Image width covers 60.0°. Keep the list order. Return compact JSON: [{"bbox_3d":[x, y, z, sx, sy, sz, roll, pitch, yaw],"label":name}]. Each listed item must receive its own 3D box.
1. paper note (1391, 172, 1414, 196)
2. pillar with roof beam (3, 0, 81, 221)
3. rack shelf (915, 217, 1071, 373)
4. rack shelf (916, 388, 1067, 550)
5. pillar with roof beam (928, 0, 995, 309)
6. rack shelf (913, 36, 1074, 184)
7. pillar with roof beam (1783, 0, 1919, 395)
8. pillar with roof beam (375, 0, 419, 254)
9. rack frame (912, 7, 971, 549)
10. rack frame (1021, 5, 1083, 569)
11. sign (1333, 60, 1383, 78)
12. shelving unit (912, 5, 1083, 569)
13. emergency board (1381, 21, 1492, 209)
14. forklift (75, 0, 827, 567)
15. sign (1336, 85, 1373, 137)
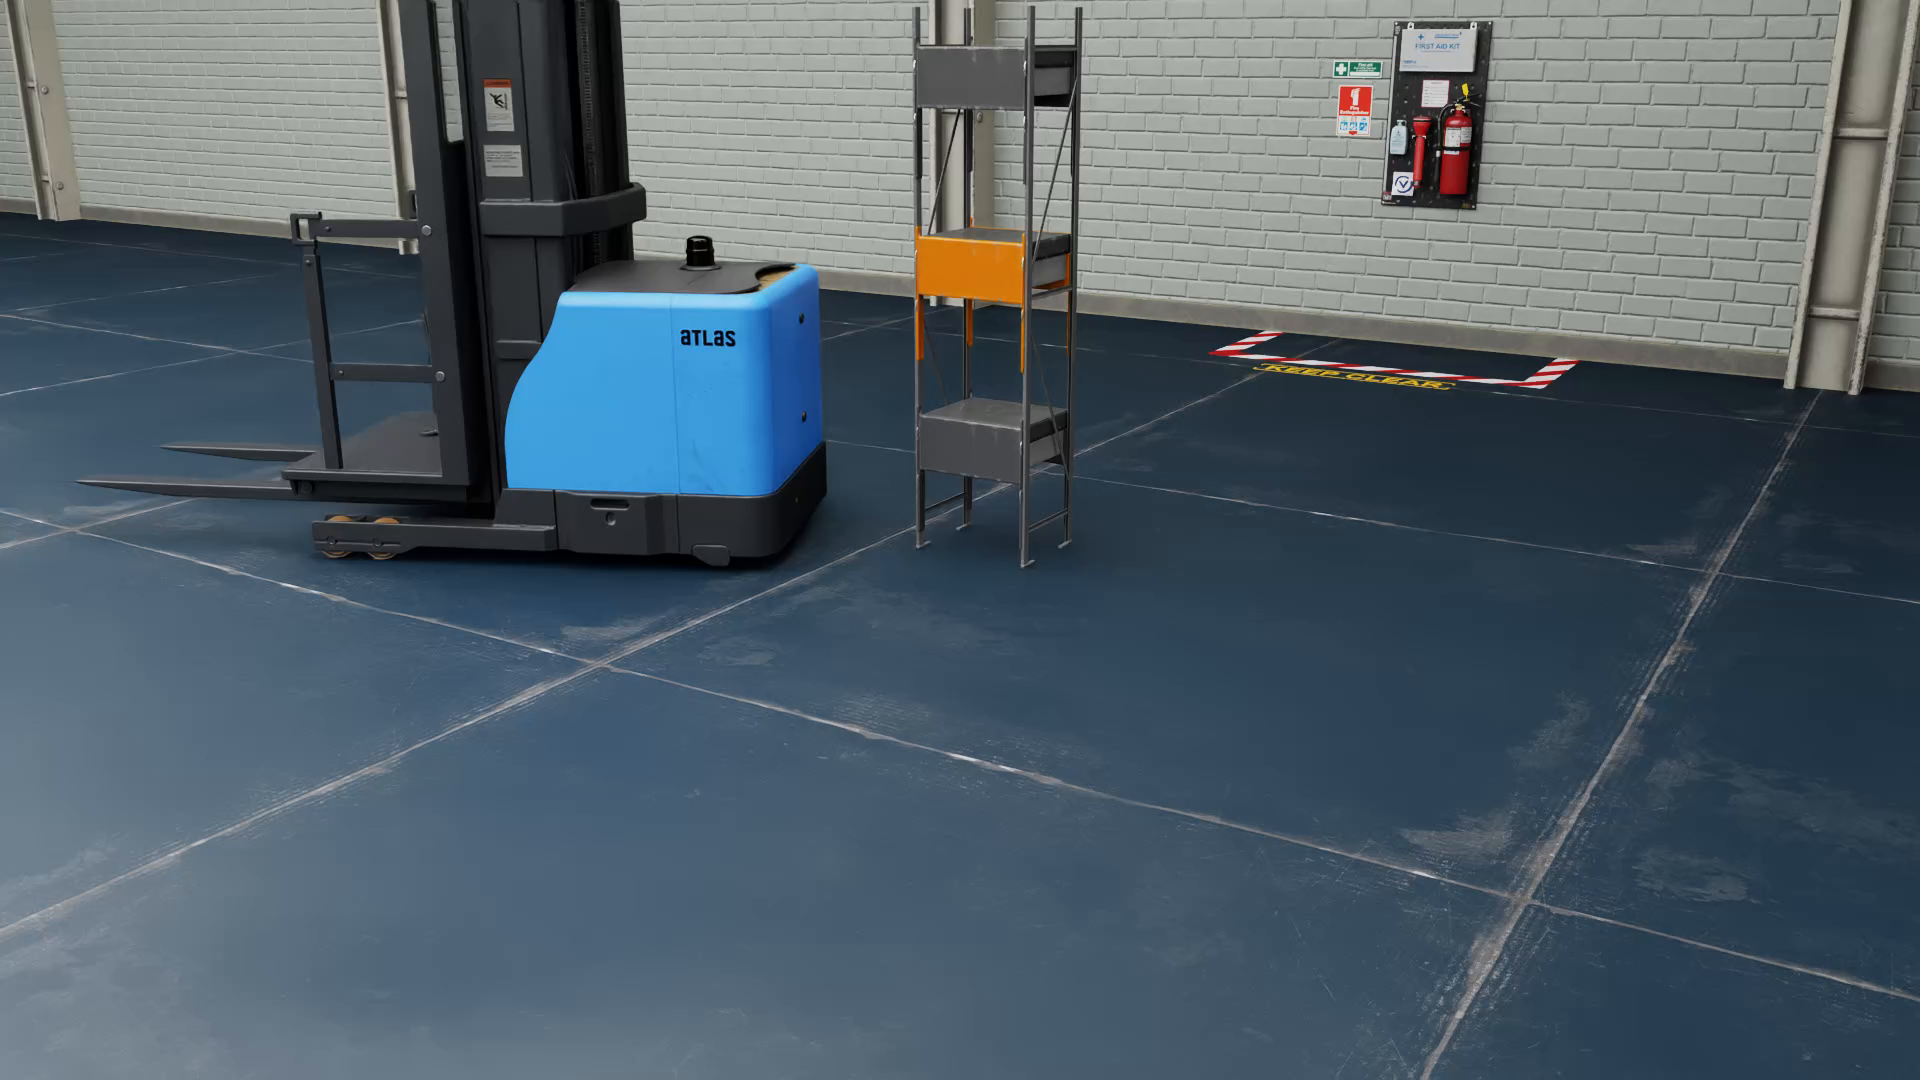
[{"bbox_3d":[2.926,-2.352,10.979,0.142,0.148,0.016,10,20,30],"label":"paper note"},{"bbox_3d":[-12.464,-6.886,14.069,0.400,9.000,9.100,10,20,30],"label":"pillar with roof beam"},{"bbox_3d":[0.141,-0.966,6.497,0.480,0.518,0.431,10,20,30],"label":"rack shelf"},{"bbox_3d":[0.141,-0.297,6.701,0.480,0.518,0.431,10,20,30],"label":"rack shelf"},{"bbox_3d":[-2.239,-5.061,8.060,0.400,9.000,9.100,10,20,30],"label":"pillar with roof beam"},{"bbox_3d":[0.141,-1.636,6.294,0.480,0.518,0.431,10,20,30],"label":"rack shelf"},{"bbox_3d":[2.874,-4.148,5.056,0.400,9.000,9.100,10,20,30],"label":"pillar with roof beam"},{"bbox_3d":[-7.351,-5.974,11.065,0.400,9.000,9.100,10,20,30],"label":"pillar with roof beam"},{"bbox_3d":[-0.067,-1.017,6.615,0.015,2.100,0.400,10,20,30],"label":"rack frame"},{"bbox_3d":[0.349,-0.942,6.371,0.015,2.100,0.400,10,20,30],"label":"rack frame"},{"bbox_3d":[2.623,-3.107,10.975,0.331,0.109,0.001,10,20,30],"label":"sign"},{"bbox_3d":[0.141,-0.979,6.493,0.503,2.100,0.431,10,20,30],"label":"shelving unit"},{"bbox_3d":[3.041,-2.730,10.706,0.643,1.169,0.194,10,20,30],"label":"emergency board"},{"bbox_3d":[-2.142,-1.472,6.684,3.031,2.935,1.130,2,17,7],"label":"forklift"},{"bbox_3d":[2.624,-2.856,11.062,0.234,0.329,0.001,10,20,30],"label":"sign"}]
